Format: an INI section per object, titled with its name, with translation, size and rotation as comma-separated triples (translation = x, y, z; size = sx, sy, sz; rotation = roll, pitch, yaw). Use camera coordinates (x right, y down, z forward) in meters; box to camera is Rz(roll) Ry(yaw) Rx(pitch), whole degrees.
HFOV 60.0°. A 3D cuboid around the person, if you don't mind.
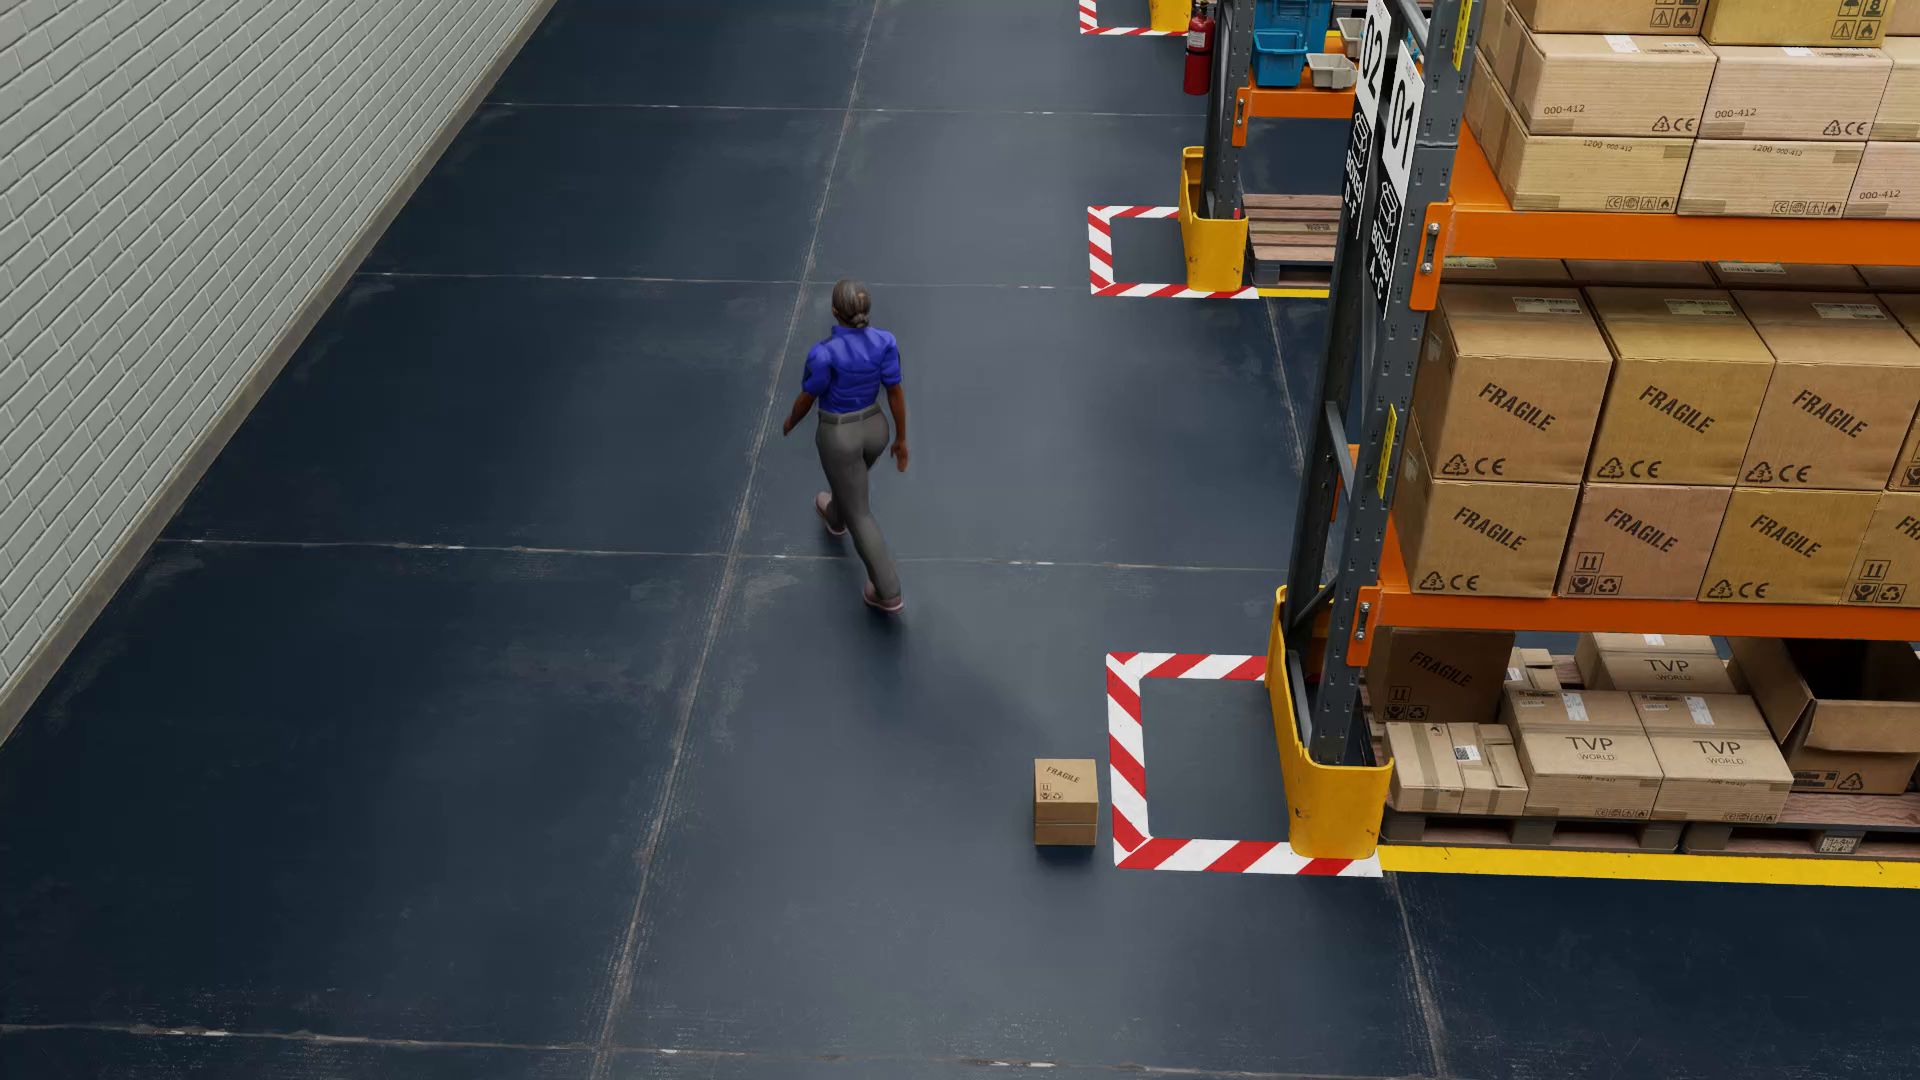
[person]
translation = -0.540, -0.520, 7.831
size = 0.458, 1.594, 1.043
rotation = -23, 42, -28
